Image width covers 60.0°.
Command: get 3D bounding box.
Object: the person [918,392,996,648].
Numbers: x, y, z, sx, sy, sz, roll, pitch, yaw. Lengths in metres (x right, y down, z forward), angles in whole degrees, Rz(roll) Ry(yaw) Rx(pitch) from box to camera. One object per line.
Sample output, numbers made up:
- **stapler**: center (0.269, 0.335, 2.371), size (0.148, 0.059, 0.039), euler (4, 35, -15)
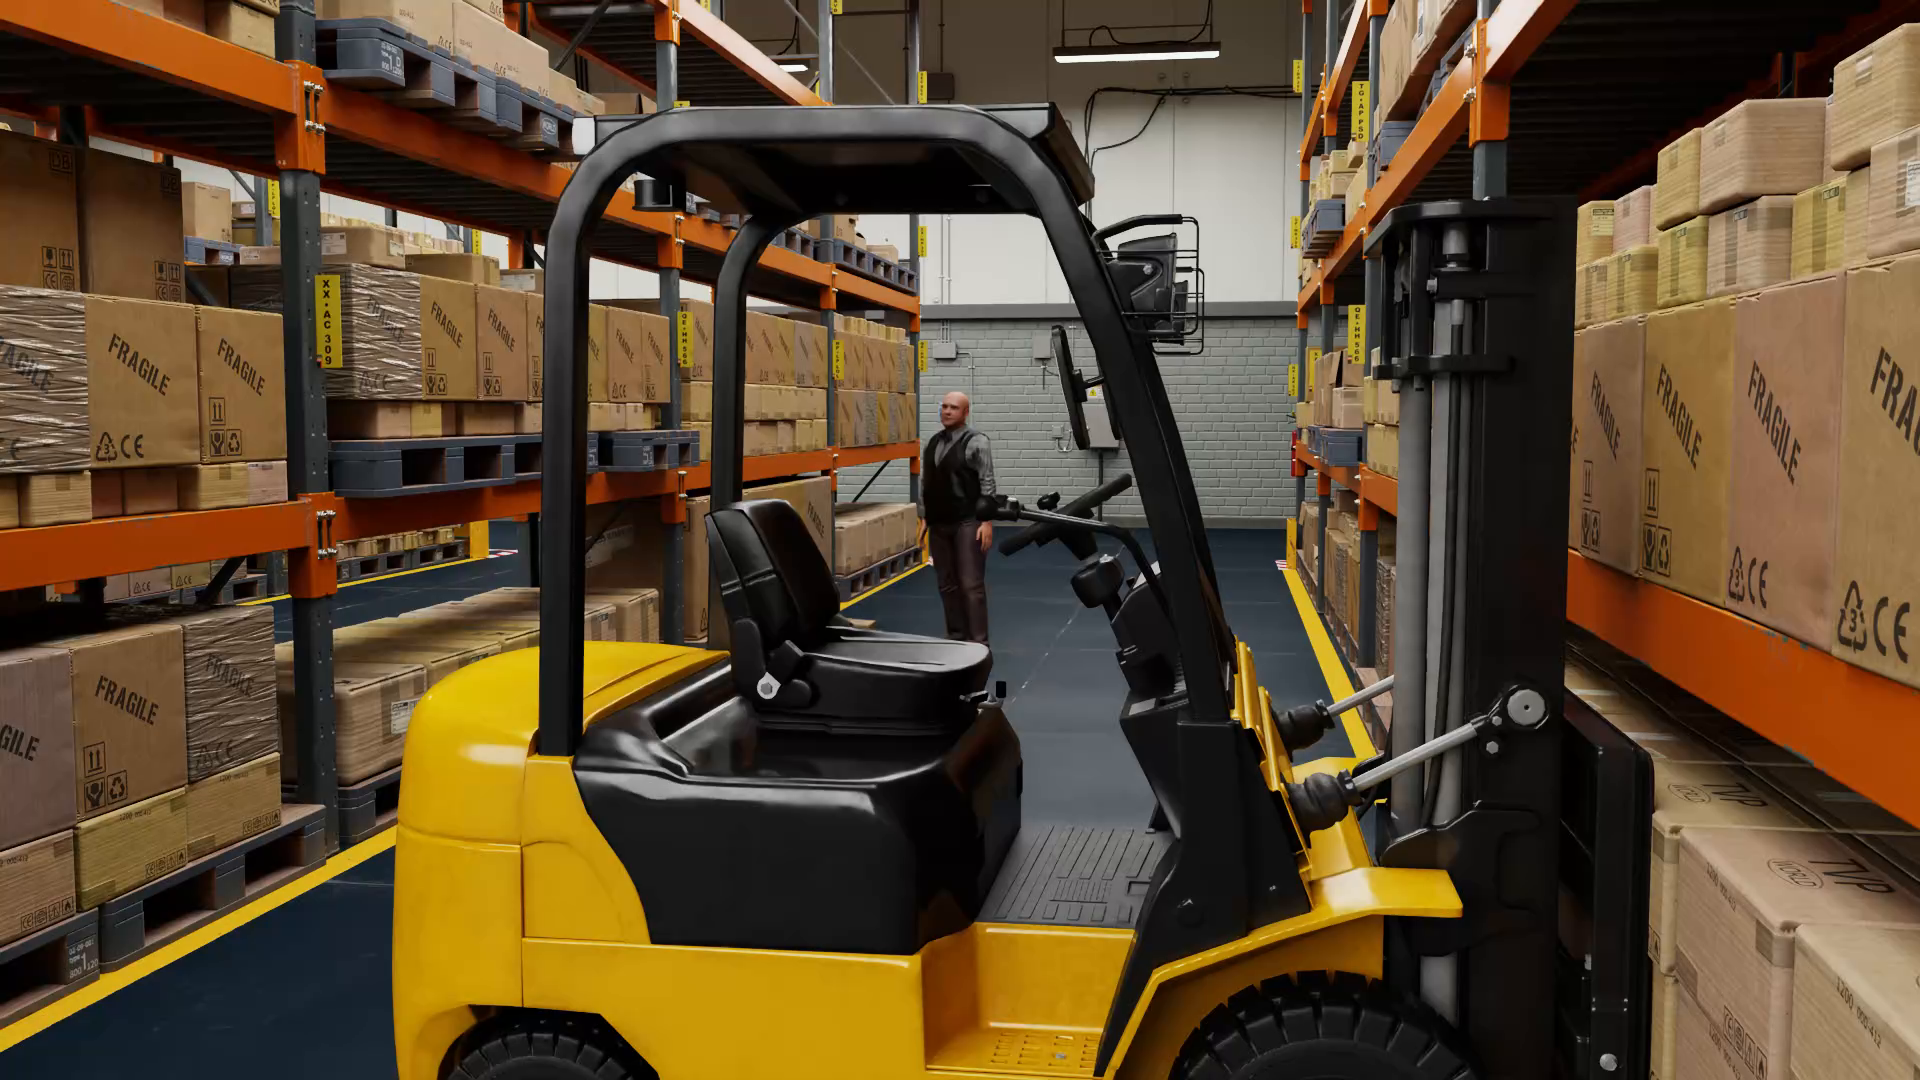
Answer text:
- **person**: center (-0.011, -0.076, 10.501), size (0.689, 1.717, 0.488), euler (4, 6, 42)
